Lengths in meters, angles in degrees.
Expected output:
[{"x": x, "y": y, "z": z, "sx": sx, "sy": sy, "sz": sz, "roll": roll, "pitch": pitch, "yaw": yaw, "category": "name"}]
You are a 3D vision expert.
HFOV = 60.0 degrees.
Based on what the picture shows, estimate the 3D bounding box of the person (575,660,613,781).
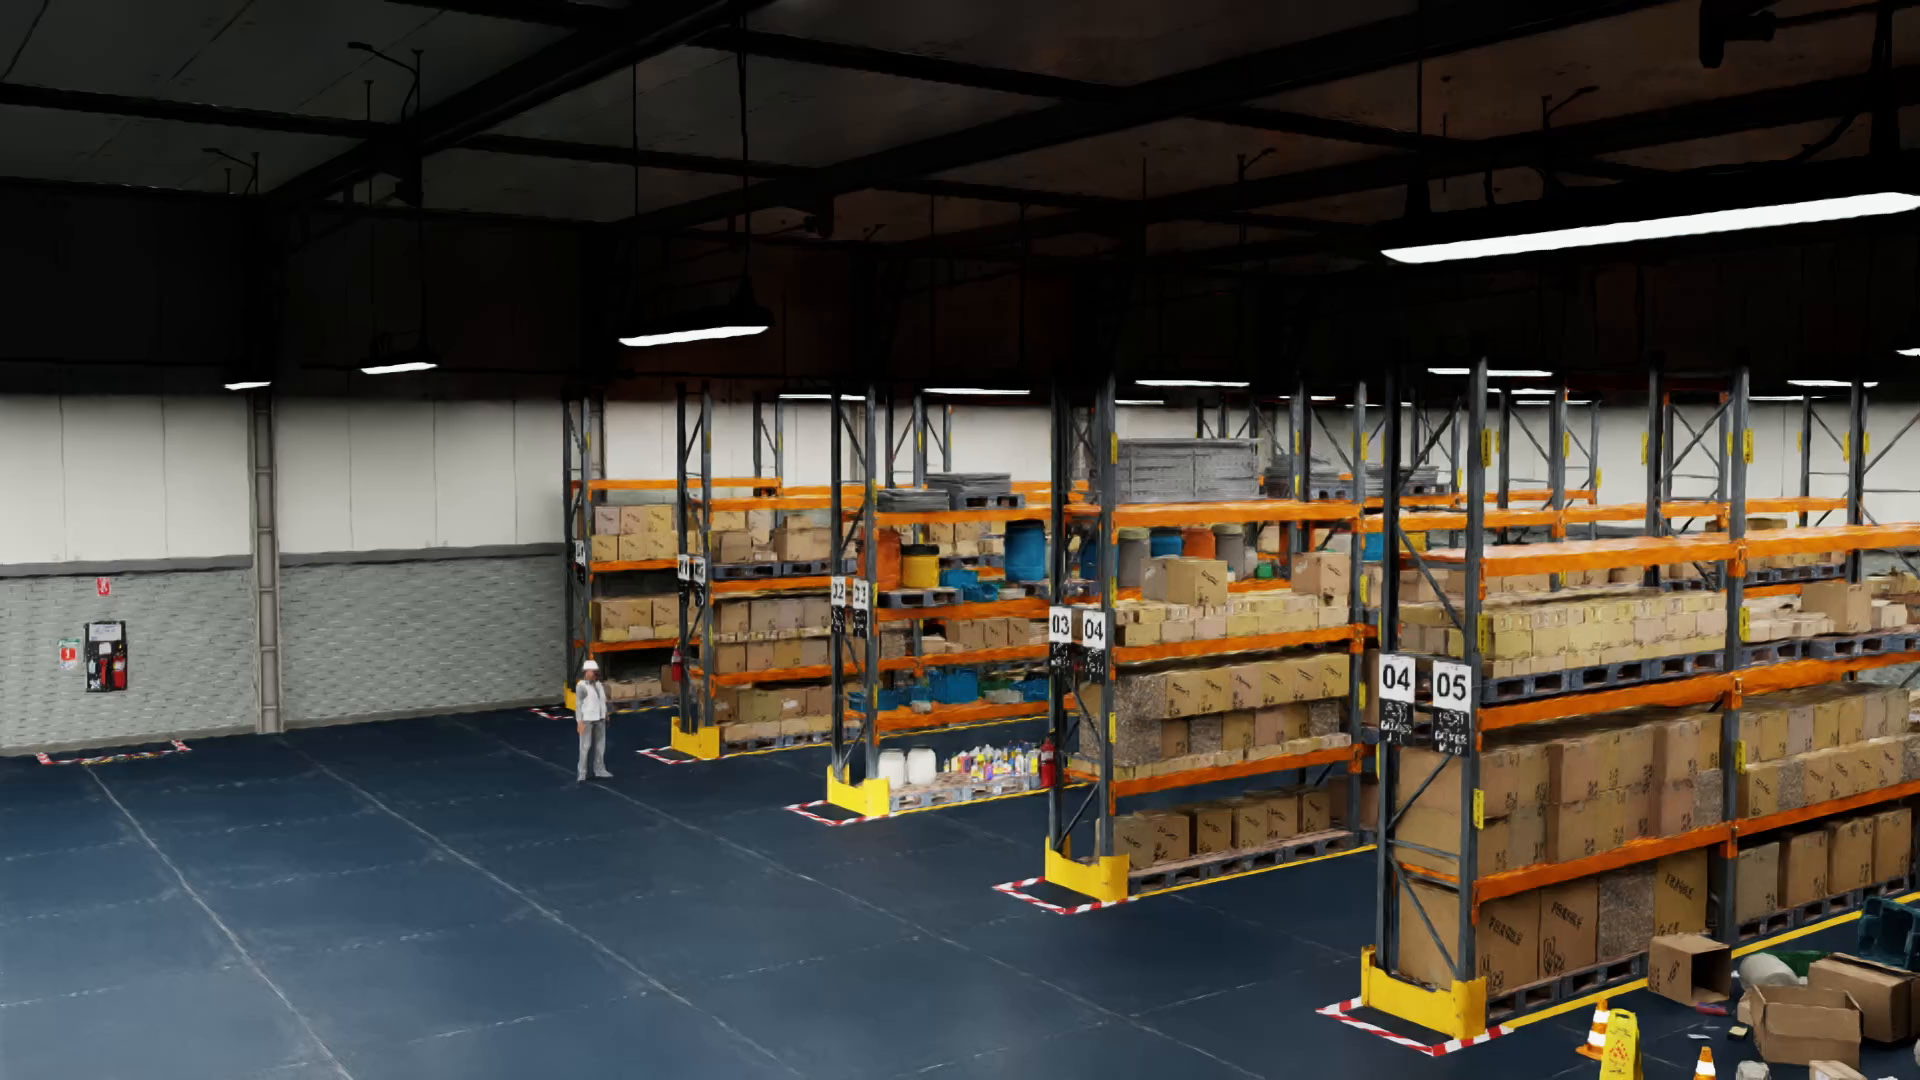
[{"x": -5.466, "y": 2.669, "z": 24.764, "sx": 0.405, "sy": 1.776, "sz": 0.615, "roll": 2, "pitch": 4, "yaw": 33, "category": "person"}]
